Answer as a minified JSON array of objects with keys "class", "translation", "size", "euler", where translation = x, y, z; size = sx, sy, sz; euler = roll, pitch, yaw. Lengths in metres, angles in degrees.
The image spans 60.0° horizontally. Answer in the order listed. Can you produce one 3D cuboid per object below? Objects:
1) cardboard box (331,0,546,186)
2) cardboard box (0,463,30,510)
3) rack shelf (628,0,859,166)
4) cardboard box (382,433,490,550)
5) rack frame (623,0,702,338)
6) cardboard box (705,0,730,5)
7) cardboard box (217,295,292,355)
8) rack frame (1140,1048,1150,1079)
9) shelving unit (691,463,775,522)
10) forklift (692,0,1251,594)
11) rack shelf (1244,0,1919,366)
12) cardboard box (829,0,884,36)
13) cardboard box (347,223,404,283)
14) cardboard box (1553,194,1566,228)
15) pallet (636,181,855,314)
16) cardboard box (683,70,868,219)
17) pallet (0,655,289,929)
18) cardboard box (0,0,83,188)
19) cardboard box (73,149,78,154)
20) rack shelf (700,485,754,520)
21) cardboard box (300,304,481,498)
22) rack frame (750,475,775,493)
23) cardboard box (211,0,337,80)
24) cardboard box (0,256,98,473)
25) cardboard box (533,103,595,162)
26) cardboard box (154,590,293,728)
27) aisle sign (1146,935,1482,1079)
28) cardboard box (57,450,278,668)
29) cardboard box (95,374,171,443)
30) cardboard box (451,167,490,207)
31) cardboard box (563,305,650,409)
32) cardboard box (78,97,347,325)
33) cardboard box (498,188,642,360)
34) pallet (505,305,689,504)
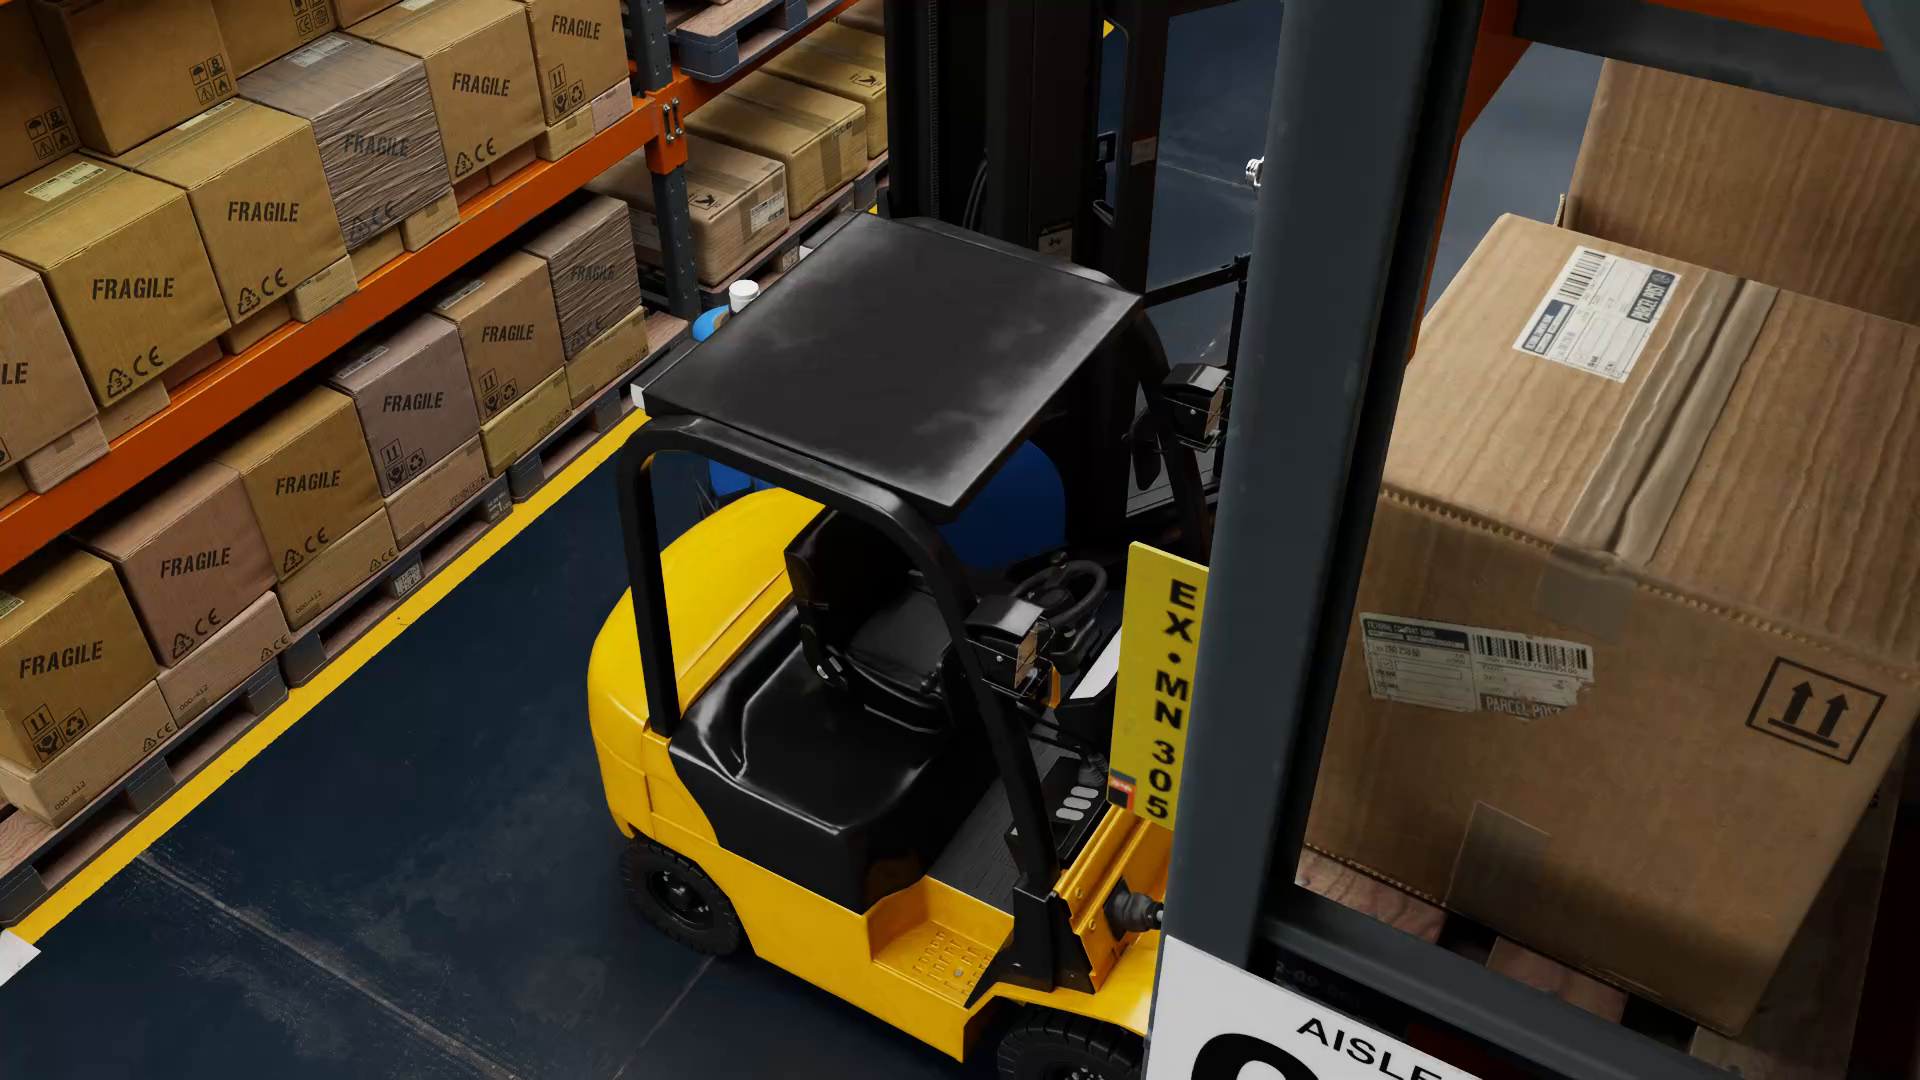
[{"class":"cardboard box","translation":[-1.911,-1.689,6.097],"size":[0.500,0.500,0.500],"euler":[22,46,23]},{"class":"cardboard box","translation":[-2.988,-0.190,4.886],"size":[0.380,0.149,0.250],"euler":[19,45,21]},{"class":"rack shelf","translation":[-0.652,-3.047,8.485],"size":[1.077,0.370,4.000],"euler":[21,45,22]},{"class":"cardboard box","translation":[-2.232,-0.274,6.554],"size":[0.500,0.250,0.500],"euler":[22,46,23]},{"class":"rack frame","translation":[-1.653,-2.173,6.948],"size":[1.000,3.000,0.127],"euler":[21,45,22]},{"class":"cardboard box","translation":[-1.103,-2.448,7.132],"size":[0.380,0.149,0.250],"euler":[22,46,23]},{"class":"cardboard box","translation":[-2.483,-0.791,5.569],"size":[0.380,0.149,0.250],"euler":[20,45,21]},{"class":"rack frame","translation":[0.645,1.755,2.487],"size":[1.000,3.000,0.127],"euler":[21,45,22]},{"class":"shelving unit","translation":[-0.771,0.114,5.939],"size":[0.210,0.900,0.258],"euler":[-19,45,-21]},{"class":"forklift","translation":[0.555,-1.293,6.001],"size":[3.031,2.935,1.130],"euler":[-19,45,-21]},{"class":"rack shelf","translation":[1.646,-1.220,2.174],"size":[1.077,0.370,4.000],"euler":[21,45,22]},{"class":"cardboard box","translation":[-0.305,-2.888,9.431],"size":[0.950,0.372,0.625],"euler":[20,45,21]},{"class":"cardboard box","translation":[-2.209,-1.075,5.891],"size":[0.380,0.149,0.250],"euler":[20,45,21]},{"class":"cardboard box","translation":[0.924,-0.235,2.186],"size":[0.396,0.266,0.258],"euler":[21,46,22]},{"class":"pallet","translation":[-1.264,-1.572,8.376],"size":[1.003,0.211,1.213],"euler":[21,45,22]},{"class":"cardboard box","translation":[-1.036,-2.058,8.488],"size":[0.950,0.372,0.625],"euler":[24,47,25]},{"class":"pallet","translation":[-3.179,0.666,5.834],"size":[1.003,0.211,1.213],"euler":[21,45,22]},{"class":"cardboard box","translation":[-3.162,-1.386,4.997],"size":[0.700,0.500,0.500],"euler":[20,45,22]},{"class":"cardboard box","translation":[-3.113,-1.005,5.321],"size":[0.500,0.500,0.500],"euler":[21,45,22]},{"class":"rack shelf","translation":[-0.771,-0.063,5.783],"size":[0.200,0.077,0.258],"euler":[-19,45,-21]},{"class":"cardboard box","translation":[-2.224,-0.569,6.322],"size":[0.500,0.500,0.500],"euler":[23,46,24]},{"class":"rack frame","translation":[-0.681,0.083,5.975],"size":[0.006,0.900,0.240],"euler":[-19,45,-21]},{"class":"cardboard box","translation":[-2.610,-1.954,5.642],"size":[0.700,0.500,0.500],"euler":[20,45,21]},{"class":"cardboard box","translation":[-2.921,-0.510,4.759],"size":[0.500,0.500,0.500],"euler":[22,46,23]},{"class":"cardboard box","translation":[-1.669,-1.649,6.543],"size":[0.380,0.149,0.250],"euler":[22,46,23]},{"class":"cardboard box","translation":[-2.749,0.331,5.868],"size":[0.500,0.250,0.500],"euler":[23,46,24]},{"class":"aisle sign","translation":[0.358,0.720,1.695],"size":[0.394,0.787,0.004],"euler":[21,45,22]},{"class":"cardboard box","translation":[-2.742,0.024,5.648],"size":[0.500,0.500,0.500],"euler":[19,45,21]},{"class":"cardboard box","translation":[-2.721,-0.479,5.214],"size":[0.380,0.149,0.250],"euler":[22,46,23]},{"class":"cardboard box","translation":[-2.003,-1.388,6.246],"size":[0.380,0.149,0.250],"euler":[20,45,21]},{"class":"cardboard box","translation":[-1.716,-0.871,7.233],"size":[0.500,0.250,0.500],"euler":[23,46,24]},{"class":"cardboard box","translation":[-2.419,-1.096,5.424],"size":[0.500,0.500,0.500],"euler":[20,45,21]},{"class":"cardboard box","translation":[-1.716,-1.153,6.985],"size":[0.500,0.500,0.500],"euler":[20,45,22]},{"class":"pallet","translation":[-1.958,-0.730,7.420],"size":[1.003,0.211,1.213],"euler":[21,45,22]}]
